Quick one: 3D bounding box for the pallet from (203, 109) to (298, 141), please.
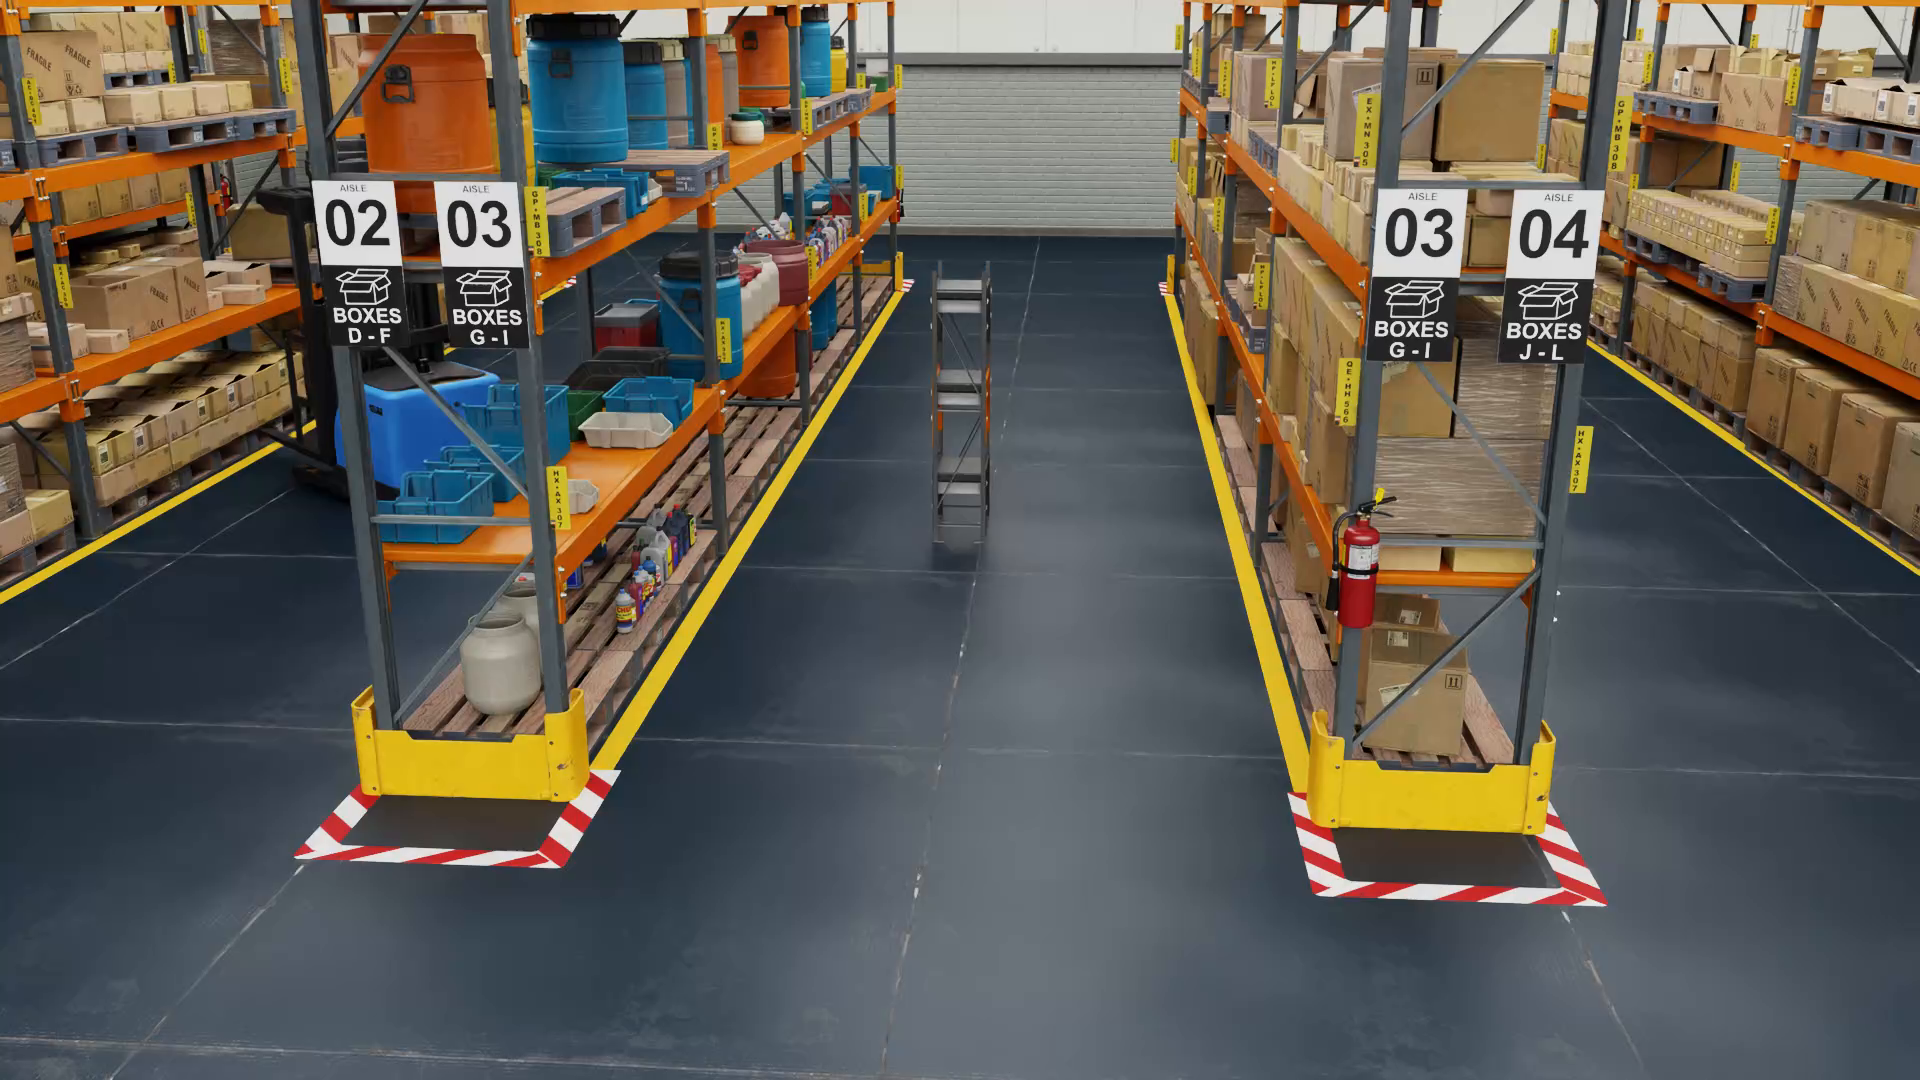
[{"bbox_3d":[-6.878,-3.811,15.222,1.213,0.211,1.003,2,18,6],"label":"pallet"}]

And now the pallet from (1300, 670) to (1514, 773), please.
[{"bbox_3d":[2.487,1.069,9.322,1.003,0.211,1.213,1,18,4],"label":"pallet"}]

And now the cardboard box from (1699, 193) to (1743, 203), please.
[{"bbox_3d":[8.336,-3.716,18.221,0.380,0.149,0.250,1,18,2],"label":"cardboard box"}]

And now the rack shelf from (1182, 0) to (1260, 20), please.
[{"bbox_3d":[3.392,-6.648,20.558,1.077,0.370,4.000,1,18,4],"label":"rack shelf"}]

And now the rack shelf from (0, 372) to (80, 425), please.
[{"bbox_3d":[-7.349,-0.483,10.734,1.077,0.370,4.000,1,18,4],"label":"rack shelf"}]

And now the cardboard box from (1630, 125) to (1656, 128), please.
[{"bbox_3d":[8.626,-5.006,21.138,0.500,0.500,0.500,2,18,7],"label":"cardboard box"}]

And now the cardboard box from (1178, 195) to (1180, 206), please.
[{"bbox_3d":[3.146,-4.569,22.453,0.380,0.149,0.250,1,18,3],"label":"cardboard box"}]

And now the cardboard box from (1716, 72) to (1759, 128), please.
[{"bbox_3d":[7.752,-4.290,16.222,0.500,0.500,0.500,1,18,4],"label":"cardboard box"}]

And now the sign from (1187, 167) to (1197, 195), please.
[{"bbox_3d":[2.695,-4.169,19.311,0.100,0.325,0.005,1,18,4],"label":"sign"}]

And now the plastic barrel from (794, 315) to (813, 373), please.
[{"bbox_3d":[-1.879,-2.133,17.814,0.600,0.588,0.708,1,18,4],"label":"plastic barrel"}]

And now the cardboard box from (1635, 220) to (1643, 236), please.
[{"bbox_3d":[7.688,-3.448,18.357,0.380,0.149,0.250,2,18,5],"label":"cardboard box"}]

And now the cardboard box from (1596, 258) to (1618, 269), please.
[{"bbox_3d":[8.615,-3.689,22.312,0.380,0.149,0.250,2,18,5],"label":"cardboard box"}]

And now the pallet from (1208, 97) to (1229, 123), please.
[{"bbox_3d":[3.032,-4.350,16.867,1.003,0.211,1.213,2,18,6],"label":"pallet"}]

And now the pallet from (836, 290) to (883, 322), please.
[{"bbox_3d":[-1.593,-3.103,22.053,1.003,0.211,1.213,1,18,4],"label":"pallet"}]

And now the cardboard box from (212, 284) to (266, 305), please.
[{"bbox_3d":[-6.708,-2.283,15.477,0.380,0.149,0.250,1,18,4],"label":"cardboard box"}]

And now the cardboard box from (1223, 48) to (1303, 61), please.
[{"bbox_3d":[3.087,-4.775,17.020,0.797,0.503,0.637,1,18,3],"label":"cardboard box"}]

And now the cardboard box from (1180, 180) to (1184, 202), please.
[{"bbox_3d":[3.161,-4.560,21.785,0.500,0.250,0.500,1,18,2],"label":"cardboard box"}]

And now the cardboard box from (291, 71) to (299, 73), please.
[{"bbox_3d":[-6.884,-4.456,16.726,0.910,0.500,0.500,1,18,4],"label":"cardboard box"}]

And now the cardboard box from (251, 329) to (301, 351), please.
[{"bbox_3d":[-7.086,-2.005,17.532,0.500,0.500,0.500,2,18,6],"label":"cardboard box"}]

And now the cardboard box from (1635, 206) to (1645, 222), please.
[{"bbox_3d":[7.685,-3.595,18.328,0.380,0.149,0.250,1,18,3],"label":"cardboard box"}]

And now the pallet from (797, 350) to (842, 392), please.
[{"bbox_3d":[-1.873,-1.875,18.306,1.003,0.211,1.213,1,18,4],"label":"pallet"}]

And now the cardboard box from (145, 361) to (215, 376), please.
[{"bbox_3d":[-7.278,-1.528,15.610,0.500,0.311,0.500,1,18,3],"label":"cardboard box"}]

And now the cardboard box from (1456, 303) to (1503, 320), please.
[{"bbox_3d":[2.742,-0.965,8.807,0.500,0.500,0.500,1,18,4],"label":"cardboard box"}]

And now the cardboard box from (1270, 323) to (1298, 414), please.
[{"bbox_3d":[2.510,-1.119,10.884,0.875,0.500,0.500,1,18,4],"label":"cardboard box"}]

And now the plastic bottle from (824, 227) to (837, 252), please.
[{"bbox_3d":[-1.460,-3.360,18.559,0.152,0.276,0.135,1,18,4],"label":"plastic bottle"}]

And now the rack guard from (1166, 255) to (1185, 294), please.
[{"bbox_3d":[3.537,-3.770,23.626,1.175,0.500,0.348,1,18,4],"label":"rack guard"}]

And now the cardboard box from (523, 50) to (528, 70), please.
[{"bbox_3d":[-6.128,-6.599,22.866,0.500,0.250,0.500,1,18,4],"label":"cardboard box"}]

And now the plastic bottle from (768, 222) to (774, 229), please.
[{"bbox_3d":[-2.167,-3.473,18.912,0.097,0.271,0.097,0,18,0],"label":"plastic bottle"}]

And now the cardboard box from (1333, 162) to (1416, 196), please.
[{"bbox_3d":[2.137,-1.862,8.572,0.380,0.149,0.250,1,18,4],"label":"cardboard box"}]

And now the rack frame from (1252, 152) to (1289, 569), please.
[{"bbox_3d":[2.675,-1.223,11.839,1.000,3.000,0.127,1,18,4],"label":"rack frame"}]

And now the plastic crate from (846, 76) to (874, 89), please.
[{"bbox_3d":[-1.329,-5.562,20.472,0.497,0.269,0.590,1,18,4],"label":"plastic crate"}]

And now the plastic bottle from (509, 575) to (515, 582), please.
[{"bbox_3d":[-2.867,0.373,10.623,0.061,0.283,0.133,2,18,5],"label":"plastic bottle"}]

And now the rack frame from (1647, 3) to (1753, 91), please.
[{"bbox_3d":[8.189,-6.417,18.054,1.000,3.000,0.127,1,18,4],"label":"rack frame"}]

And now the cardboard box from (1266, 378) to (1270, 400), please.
[{"bbox_3d":[2.360,-1.044,11.695,0.380,0.149,0.250,1,18,4],"label":"cardboard box"}]

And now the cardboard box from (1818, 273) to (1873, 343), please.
[{"bbox_3d":[7.530,-1.923,13.814,0.500,0.500,0.500,1,18,4],"label":"cardboard box"}]

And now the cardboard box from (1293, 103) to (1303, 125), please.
[{"bbox_3d":[2.643,-3.079,12.226,0.396,0.266,0.258,2,18,6],"label":"cardboard box"}]

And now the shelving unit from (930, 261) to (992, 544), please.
[{"bbox_3d":[0.012,-1.049,12.753,0.431,2.100,0.503,1,18,4],"label":"shelving unit"}]

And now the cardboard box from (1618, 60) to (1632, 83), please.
[{"bbox_3d":[8.017,-5.468,19.414,0.500,0.250,0.500,1,18,2],"label":"cardboard box"}]

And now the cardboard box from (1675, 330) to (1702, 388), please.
[{"bbox_3d":[7.751,-1.871,17.157,0.500,0.500,0.500,0,18,1],"label":"cardboard box"}]

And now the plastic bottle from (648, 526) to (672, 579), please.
[{"bbox_3d":[-2.061,0.082,11.403,0.144,0.351,0.185,1,18,4],"label":"plastic bottle"}]

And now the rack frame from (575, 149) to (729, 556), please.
[{"bbox_3d":[-2.265,-1.334,12.177,1.000,3.000,0.127,1,18,4],"label":"rack frame"}]

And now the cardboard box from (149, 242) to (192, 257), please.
[{"bbox_3d":[-11.273,-3.919,23.405,0.700,0.500,0.500,1,18,4],"label":"cardboard box"}]

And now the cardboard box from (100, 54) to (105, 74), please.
[{"bbox_3d":[-11.210,-6.008,21.029,0.500,0.250,0.500,1,18,3],"label":"cardboard box"}]

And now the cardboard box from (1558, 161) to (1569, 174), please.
[{"bbox_3d":[8.155,-4.697,21.802,0.500,0.500,0.500,1,18,4],"label":"cardboard box"}]

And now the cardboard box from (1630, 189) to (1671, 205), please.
[{"bbox_3d":[7.702,-3.817,18.528,0.380,0.149,0.250,2,18,7],"label":"cardboard box"}]

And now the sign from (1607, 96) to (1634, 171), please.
[{"bbox_3d":[2.930,-1.810,7.408,0.100,0.325,0.005,1,18,4],"label":"sign"}]

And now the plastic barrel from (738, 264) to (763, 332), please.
[{"bbox_3d":[-1.894,-2.053,14.153,0.433,0.535,0.433,0,18,0],"label":"plastic barrel"}]

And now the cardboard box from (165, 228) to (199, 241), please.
[{"bbox_3d":[-11.064,-4.338,23.644,0.380,0.149,0.250,1,18,3],"label":"cardboard box"}]

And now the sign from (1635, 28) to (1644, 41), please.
[{"bbox_3d":[9.027,-6.636,22.118,0.100,0.325,0.005,1,18,4],"label":"sign"}]

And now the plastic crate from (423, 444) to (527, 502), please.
[{"bbox_3d":[-2.762,-0.385,9.519,0.499,0.251,0.408,1,18,4],"label":"plastic crate"}]

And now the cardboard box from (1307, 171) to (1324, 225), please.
[{"bbox_3d":[2.278,-1.961,9.514,0.500,0.250,0.500,1,18,3],"label":"cardboard box"}]

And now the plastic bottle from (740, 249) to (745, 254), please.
[{"bbox_3d":[-2.283,-2.936,17.384,0.097,0.201,0.097,0,18,0],"label":"plastic bottle"}]

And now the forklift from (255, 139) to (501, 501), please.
[{"bbox_3d":[-5.144,-1.940,14.136,1.130,2.935,3.031,-17,25,-42],"label":"forklift"}]

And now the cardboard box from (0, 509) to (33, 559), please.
[{"bbox_3d":[-7.066,-0.035,11.953,0.500,0.250,0.500,1,18,4],"label":"cardboard box"}]

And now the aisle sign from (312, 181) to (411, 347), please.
[{"bbox_3d":[-2.853,-1.311,7.933,0.394,0.787,0.004,1,18,4],"label":"aisle sign"}]

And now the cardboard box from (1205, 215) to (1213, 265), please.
[{"bbox_3d":[2.863,-3.146,17.547,0.500,0.500,0.500,2,18,5],"label":"cardboard box"}]

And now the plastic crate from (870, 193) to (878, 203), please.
[{"bbox_3d":[-1.318,-4.617,22.524,0.396,0.136,0.243,1,18,4],"label":"plastic crate"}]

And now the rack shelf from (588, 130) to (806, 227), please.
[{"bbox_3d":[-2.122,-3.039,13.718,1.077,0.370,4.000,1,18,4],"label":"rack shelf"}]
